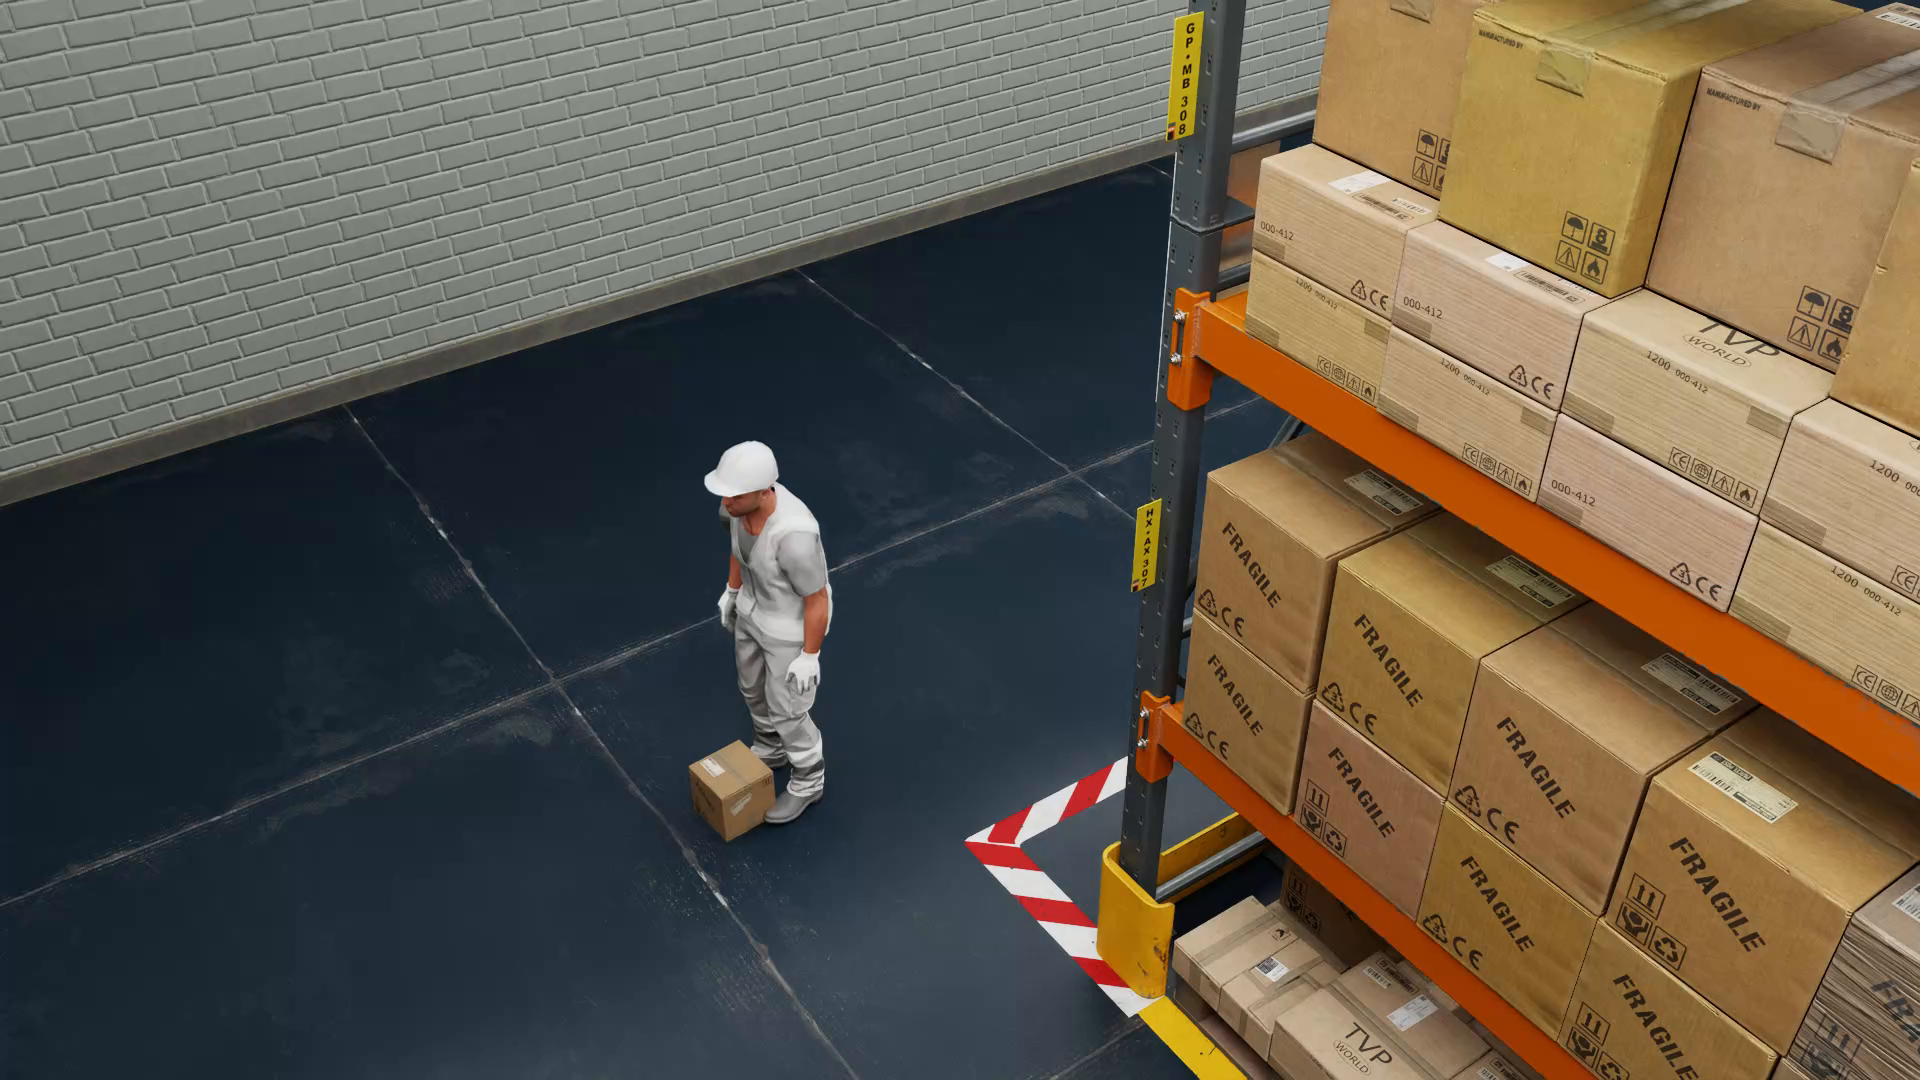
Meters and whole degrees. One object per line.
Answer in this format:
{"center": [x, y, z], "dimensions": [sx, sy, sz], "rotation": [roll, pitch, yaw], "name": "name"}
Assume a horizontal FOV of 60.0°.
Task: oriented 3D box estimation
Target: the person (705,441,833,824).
{"center": [-0.741, 0.346, 6.516], "dimensions": [0.453, 1.778, 0.614], "rotation": [-25, 43, -30], "name": "person"}
